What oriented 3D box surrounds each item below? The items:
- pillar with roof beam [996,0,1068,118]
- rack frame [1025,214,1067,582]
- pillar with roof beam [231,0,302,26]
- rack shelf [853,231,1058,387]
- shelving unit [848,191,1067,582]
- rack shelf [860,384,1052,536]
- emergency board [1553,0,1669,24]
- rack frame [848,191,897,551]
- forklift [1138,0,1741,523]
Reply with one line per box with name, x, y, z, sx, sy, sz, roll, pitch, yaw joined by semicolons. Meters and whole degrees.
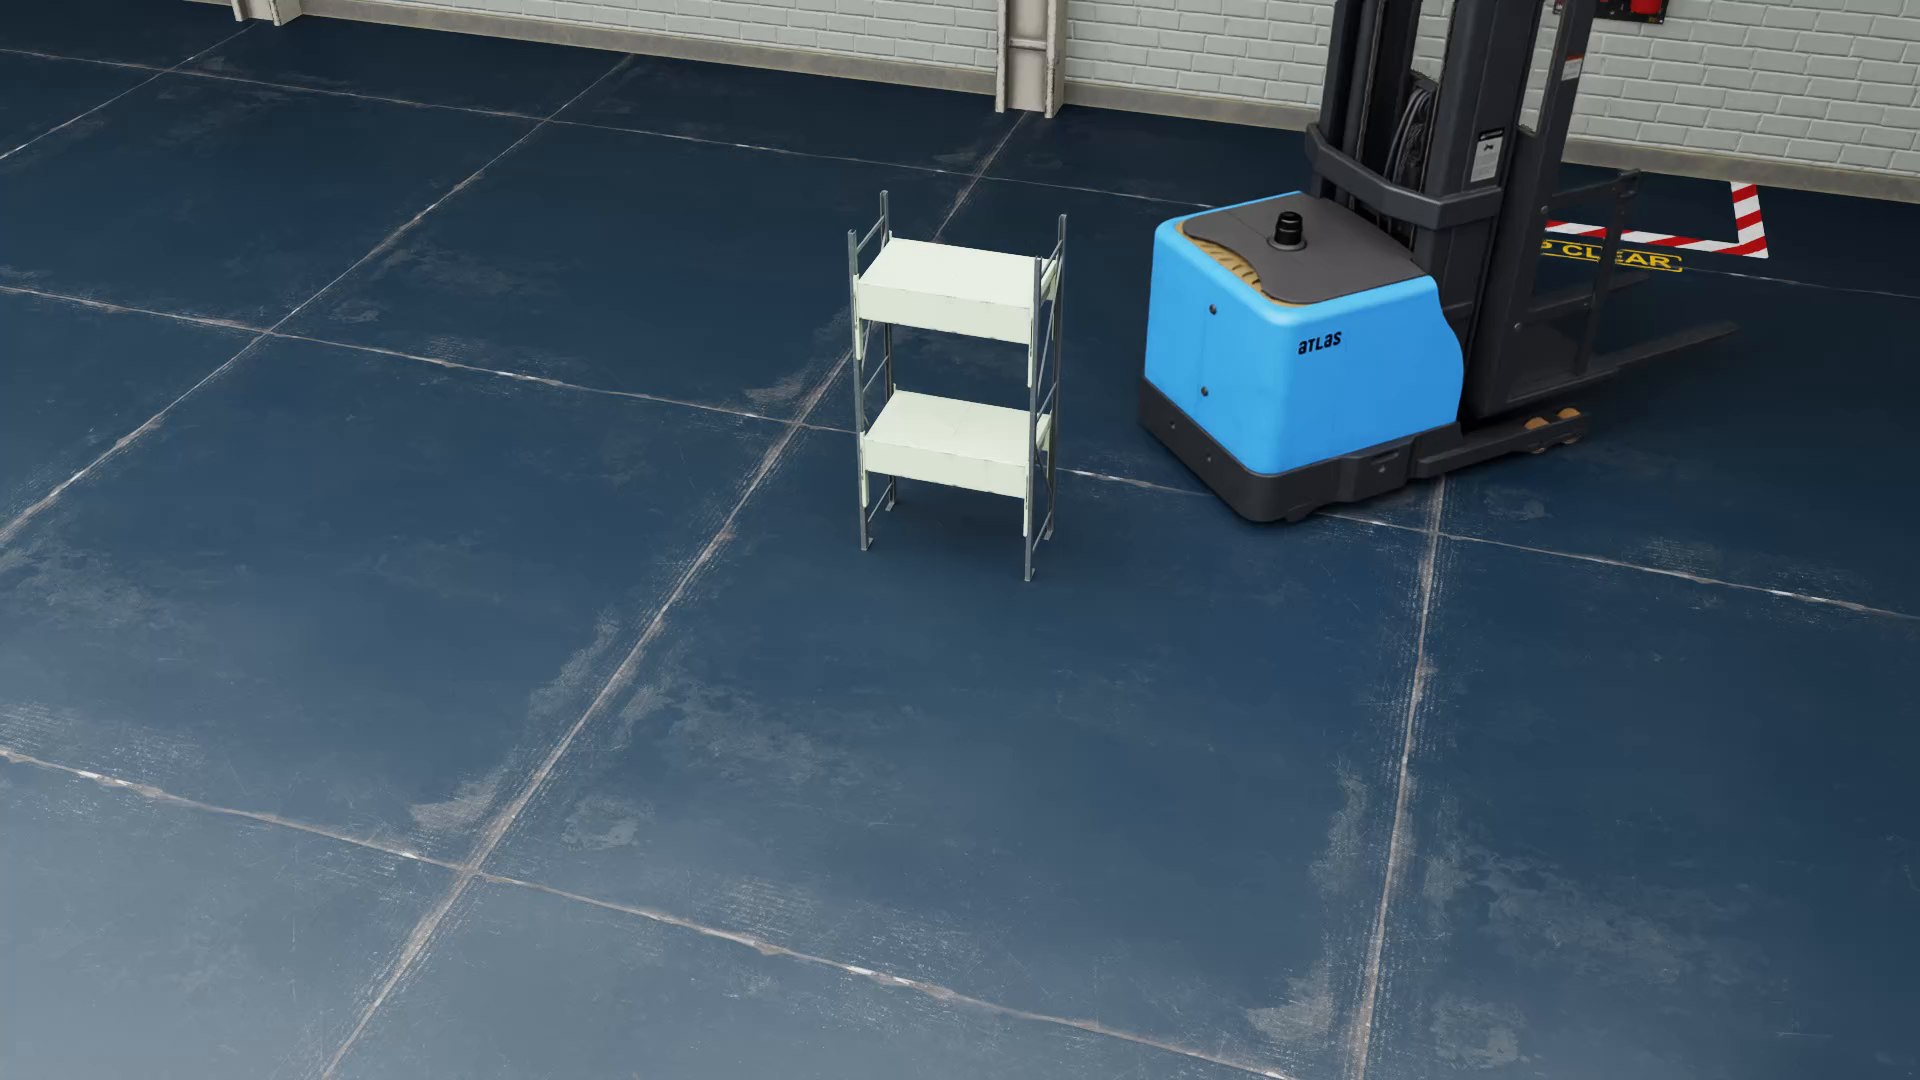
pillar with roof beam;-0.811;-4.116;5.251;0.400;9.000;9.100;10;38;14
rack frame;0.343;-0.541;6.719;0.023;1.500;0.400;10;38;14
pillar with roof beam;-6.538;-5.176;6.692;0.400;9.000;9.100;10;38;14
rack shelf;-0.006;-0.919;6.576;0.720;0.370;0.431;10;38;14
shelving unit;-0.006;-0.605;6.807;0.755;1.500;0.431;10;38;14
rack shelf;-0.006;-0.343;7.000;0.720;0.370;0.431;10;38;14
emergency board;3.852;-3.533;9.520;0.643;1.169;0.194;10;38;14
rack frame;-0.356;-0.670;6.895;0.023;1.500;0.400;10;38;14
forklift;2.403;-1.851;7.292;3.031;2.935;1.130;-16;39;-21
